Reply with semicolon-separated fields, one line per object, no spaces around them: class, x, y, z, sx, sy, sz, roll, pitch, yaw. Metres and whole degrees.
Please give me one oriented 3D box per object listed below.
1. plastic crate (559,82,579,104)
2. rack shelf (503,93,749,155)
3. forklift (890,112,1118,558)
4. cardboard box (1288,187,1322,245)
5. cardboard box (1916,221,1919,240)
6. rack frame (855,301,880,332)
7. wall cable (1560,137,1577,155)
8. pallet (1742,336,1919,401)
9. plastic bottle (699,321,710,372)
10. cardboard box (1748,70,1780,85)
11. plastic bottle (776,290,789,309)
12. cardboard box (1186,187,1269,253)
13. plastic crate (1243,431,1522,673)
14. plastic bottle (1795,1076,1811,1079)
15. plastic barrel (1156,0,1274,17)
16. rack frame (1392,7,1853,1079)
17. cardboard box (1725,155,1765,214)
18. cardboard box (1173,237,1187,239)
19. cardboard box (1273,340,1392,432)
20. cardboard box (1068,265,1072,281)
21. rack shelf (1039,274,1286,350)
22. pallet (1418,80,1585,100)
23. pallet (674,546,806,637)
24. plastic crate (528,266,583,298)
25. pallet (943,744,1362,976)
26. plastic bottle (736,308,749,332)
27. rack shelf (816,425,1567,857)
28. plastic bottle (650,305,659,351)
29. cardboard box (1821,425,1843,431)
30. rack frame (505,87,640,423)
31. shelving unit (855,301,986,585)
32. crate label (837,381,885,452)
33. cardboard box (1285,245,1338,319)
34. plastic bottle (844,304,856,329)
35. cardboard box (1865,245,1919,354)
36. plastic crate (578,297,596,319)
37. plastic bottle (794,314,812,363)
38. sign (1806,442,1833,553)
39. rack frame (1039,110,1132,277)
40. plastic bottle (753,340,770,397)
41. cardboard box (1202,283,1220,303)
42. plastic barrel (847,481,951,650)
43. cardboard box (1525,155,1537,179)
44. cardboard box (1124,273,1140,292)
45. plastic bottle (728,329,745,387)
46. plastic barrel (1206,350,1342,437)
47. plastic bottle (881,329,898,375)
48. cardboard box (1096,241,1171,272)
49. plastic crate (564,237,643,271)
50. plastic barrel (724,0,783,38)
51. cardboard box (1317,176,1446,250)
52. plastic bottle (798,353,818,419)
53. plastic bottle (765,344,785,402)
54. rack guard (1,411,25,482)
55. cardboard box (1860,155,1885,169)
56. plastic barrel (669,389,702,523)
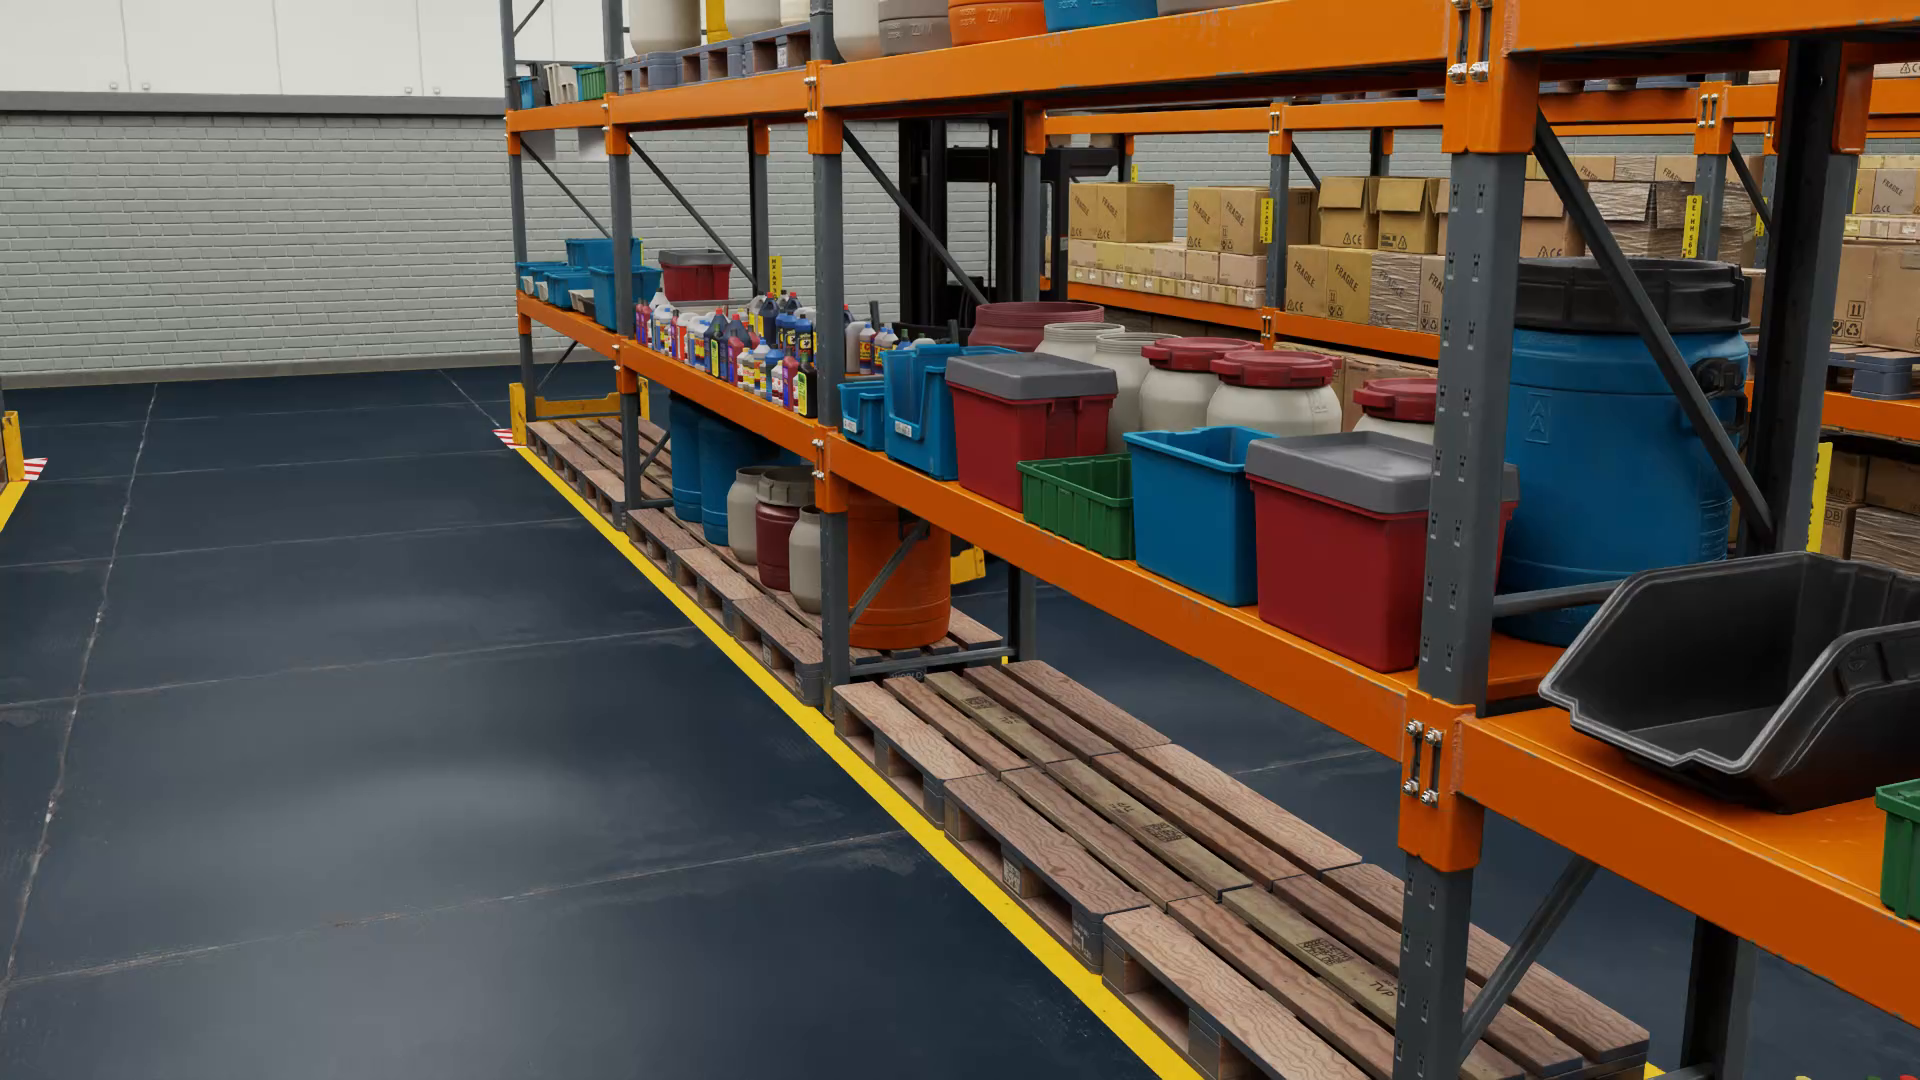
plastic crate;-2.592;-3.095;11.524;0.293;0.136;0.466;-6;14;-23
rack shelf;-2.535;-3.058;12.374;1.077;0.370;4.000;-6;14;-23
forklift;0.347;-1.545;11.044;1.130;2.935;3.031;9;16;33
cardboard box;2.846;-2.541;13.205;0.500;0.500;0.500;-6;14;-23
cardboard box;7.644;-2.391;12.853;0.380;0.149;0.250;-5;14;-21
rack frame;-0.655;-0.673;10.119;0.500;1.500;0.032;-14;19;-25
wall cable;9.297;-5.491;25.691;0.588;1.984;0.122;-6;14;-23
pallet;4.789;-0.924;8.635;1.213;0.211;1.003;-6;14;-23
plastic bottle;-1.374;-1.056;9.064;0.097;0.271;0.097;0;13;0
cardboard box;4.361;-2.423;8.368;0.500;0.250;0.500;-5;14;-22
plastic bottle;-1.066;-1.350;10.159;0.144;0.351;0.185;-6;14;-23
cardboard box;2.178;-2.593;13.432;0.500;0.500;0.500;-5;14;-22
plastic crate;0.996;0.015;4.010;0.402;0.464;0.583;-6;14;-23
plastic bottle;1.901;1.315;3.768;0.097;0.201;0.097;0;13;0
plastic barrel;0.806;-1.807;4.263;0.600;0.901;0.600;0;13;0
rack frame;1.473;0.118;3.706;0.949;2.616;0.053;-6;14;-23
cardboard box;6.953;-3.162;14.781;0.500;0.500;0.500;-6;14;-25
cardboard box;1.842;-2.699;15.551;0.500;0.250;0.500;-6;14;-24
cardboard box;3.079;-1.020;12.407;1.225;0.875;0.875;-6;14;-23
cardboard box;1.146;-2.529;15.704;0.380;0.149;0.250;-6;14;-24
rack shelf;2.003;-2.044;14.645;1.077;0.370;4.000;-6;14;-23
pallet;3.649;-2.883;10.442;1.003;0.211;1.213;-5;14;-20
pallet;-0.971;0.240;9.365;1.003;0.211;1.213;-6;14;-23
plastic crate;-3.276;-2.091;13.492;0.416;0.233;0.300;-6;14;-23
pallet;0.628;1.066;5.795;1.003;0.211;1.213;-6;14;-23
plastic bottle;-1.387;-1.370;10.577;0.097;0.201;0.097;0;13;0
rack shelf;0.669;0.056;5.571;1.077;0.370;4.000;-6;14;-23
plastic bottle;-1.823;-1.287;10.065;0.097;0.271;0.097;0;13;0
cardboard box;7.442;-1.219;14.096;0.500;0.500;0.500;-5;14;-21
rack frame;-3.336;-2.360;14.417;1.000;3.000;0.127;-6;14;-23
shelving unit;-0.421;-0.561;9.692;0.587;1.500;1.083;-14;19;-25
crate label;-0.307;-0.505;6.772;0.303;0.233;0.416;-6;14;-23
cardboard box;2.759;-1.913;12.259;0.500;0.500;0.500;-6;14;-23
plastic bottle;-0.625;-1.122;9.175;0.144;0.351;0.185;-6;14;-23
cardboard box;4.975;-1.194;8.224;0.700;0.500;0.500;-3;13;-15
plastic crate;-2.429;-1.636;11.764;0.437;0.125;0.590;-6;14;-23
plastic bottle;-0.892;-1.149;9.466;0.097;0.271;0.097;0;13;0
sign;1.979;-0.064;3.878;0.100;0.325;0.005;-6;14;-23
rack frame;1.202;-2.808;16.349;1.000;3.000;0.127;-6;14;-23
plastic bottle;-0.963;-0.844;8.148;0.097;0.271;0.097;0;13;0
cardboard box;2.176;-1.999;13.410;0.380;0.149;0.250;-6;14;-24
plastic barrel;-0.343;0.045;7.903;0.600;0.830;0.708;-6;14;-23
cardboard box;5.931;-3.695;17.085;0.500;0.500;0.500;-5;14;-21
cardboard box;1.659;-2.265;14.560;0.380;0.149;0.250;-6;14;-24
plastic bottle;-1.143;-0.932;8.503;0.061;0.283;0.133;-6;14;-23
plastic barrel;0.994;-0.317;5.284;0.433;0.535;0.433;0;13;0
plastic bottle;-0.362;-0.961;8.654;0.097;0.271;0.097;0;13;0
cardboard box;1.559;-2.545;14.888;0.500;0.250;0.500;-6;14;-25
plastic crate;-3.031;-2.355;14.180;0.616;0.435;0.499;-6;14;-23
plastic barrel;-0.980;-2.793;8.398;0.433;0.535;0.433;0;13;0
cardboard box;3.067;-2.388;12.087;0.797;0.503;0.637;-6;14;-24
plastic bottle;-0.685;-0.696;7.483;0.061;0.283;0.133;-6;14;-23
plastic bottle;-0.885;-0.803;7.974;0.097;0.271;0.097;0;13;0
rack guard;-7.846;-0.680;12.701;1.175;0.500;0.348;-6;14;-23
cardboard box;10.462;-4.292;18.884;0.380;0.149;0.250;-6;14;-25
plastic barrel;-1.532;-0.602;10.543;0.600;0.901;0.708;-6;14;-23
